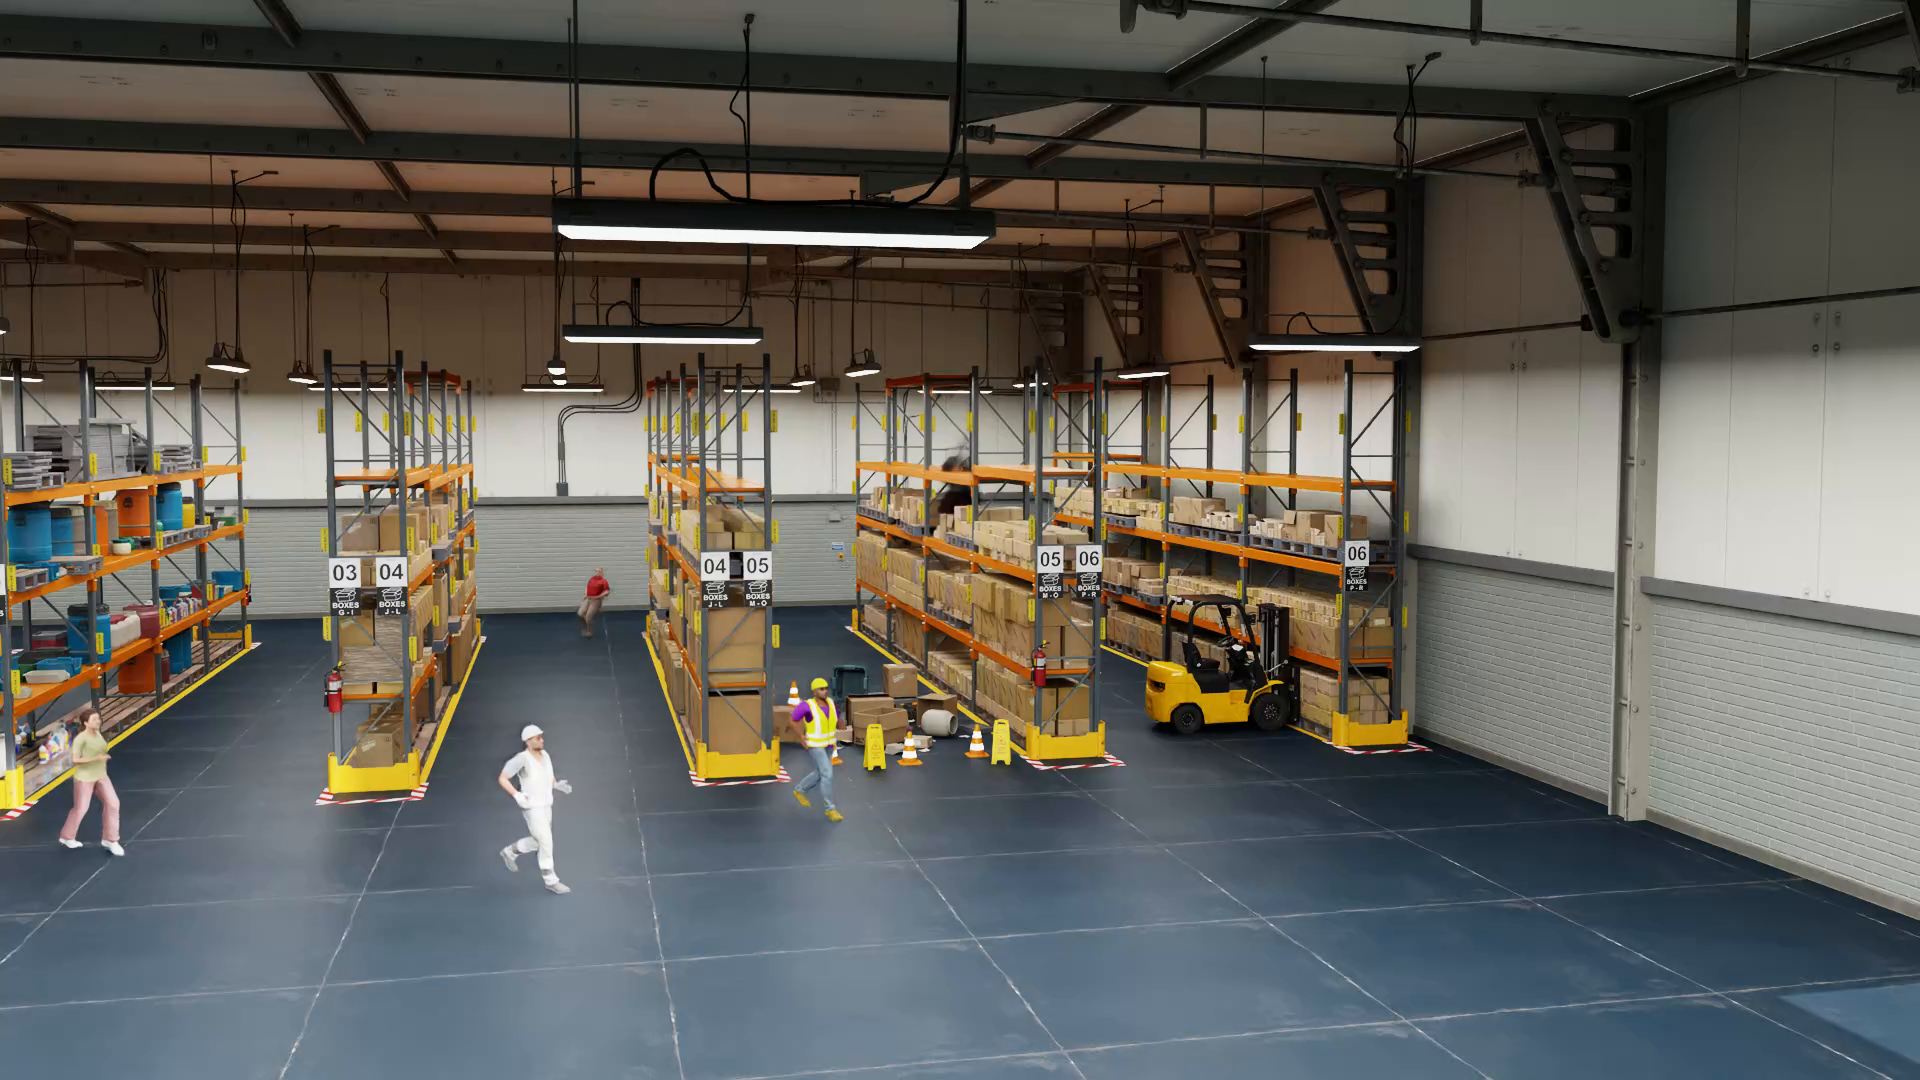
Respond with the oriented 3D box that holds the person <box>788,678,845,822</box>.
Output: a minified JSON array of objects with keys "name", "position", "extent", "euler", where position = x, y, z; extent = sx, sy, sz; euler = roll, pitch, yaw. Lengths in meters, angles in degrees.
[{"name":"person","position":[-1.786,2.638,21.252],"extent":[0.916,1.782,0.681],"euler":[3,5,40]}]

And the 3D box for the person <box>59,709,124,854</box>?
[{"name":"person","position":[-10.162,2.817,19.384],"extent":[0.804,1.713,0.524],"euler":[1,4,19]}]

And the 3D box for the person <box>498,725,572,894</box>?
[{"name":"person","position":[-4.597,2.876,17.875],"extent":[0.932,1.787,0.656],"euler":[2,4,21]}]

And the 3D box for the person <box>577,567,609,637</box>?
[{"name":"person","position":[-8.655,1.463,39.026],"extent":[0.766,1.646,0.547],"euler":[3,5,33]}]
